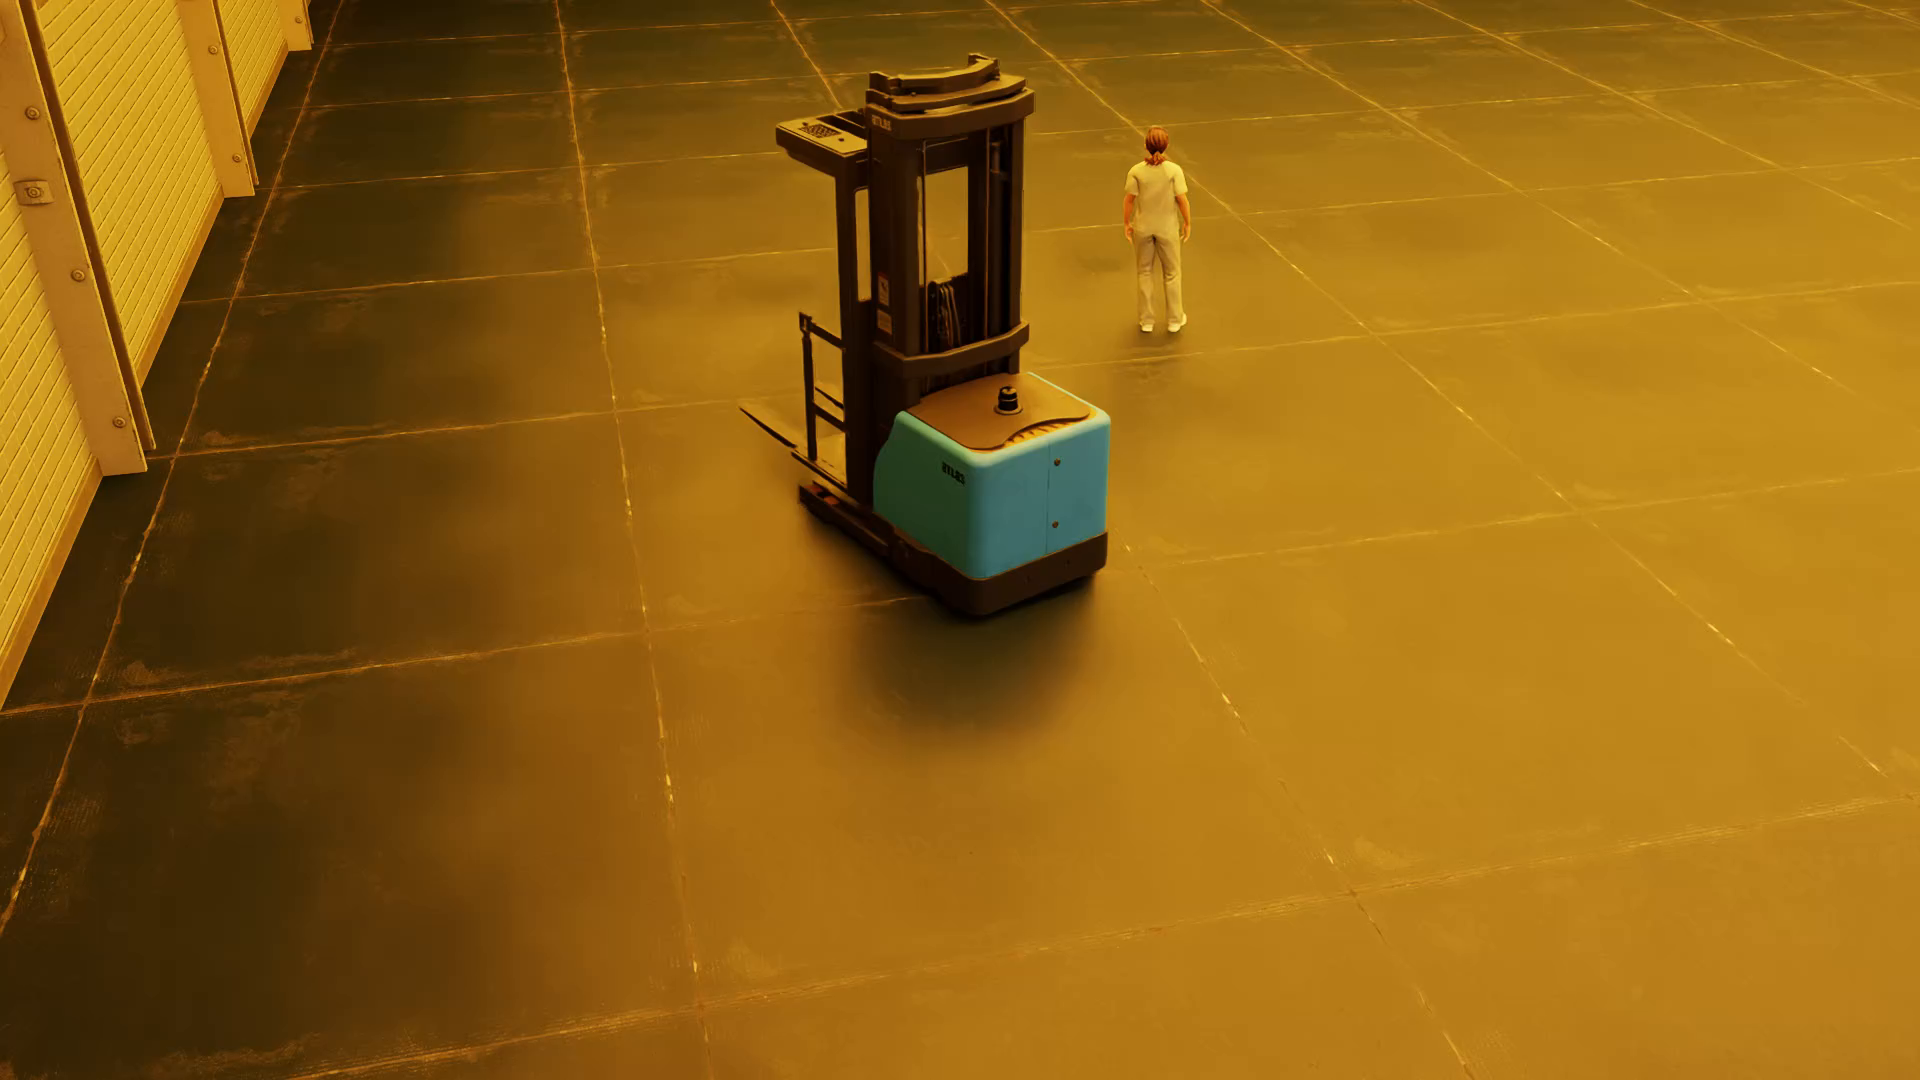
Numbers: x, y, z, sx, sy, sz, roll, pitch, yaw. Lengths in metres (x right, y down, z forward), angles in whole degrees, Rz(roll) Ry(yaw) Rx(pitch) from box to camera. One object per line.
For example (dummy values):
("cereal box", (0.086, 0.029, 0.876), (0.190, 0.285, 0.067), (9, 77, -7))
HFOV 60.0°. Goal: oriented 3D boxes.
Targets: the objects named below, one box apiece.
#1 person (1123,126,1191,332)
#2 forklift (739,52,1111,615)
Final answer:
("person", (1.547, -2.438, 13.053), (0.527, 1.665, 0.503), (7, 31, 13))
("forklift", (-0.390, -1.516, 10.193), (1.130, 2.935, 3.031), (-20, 36, -31))
